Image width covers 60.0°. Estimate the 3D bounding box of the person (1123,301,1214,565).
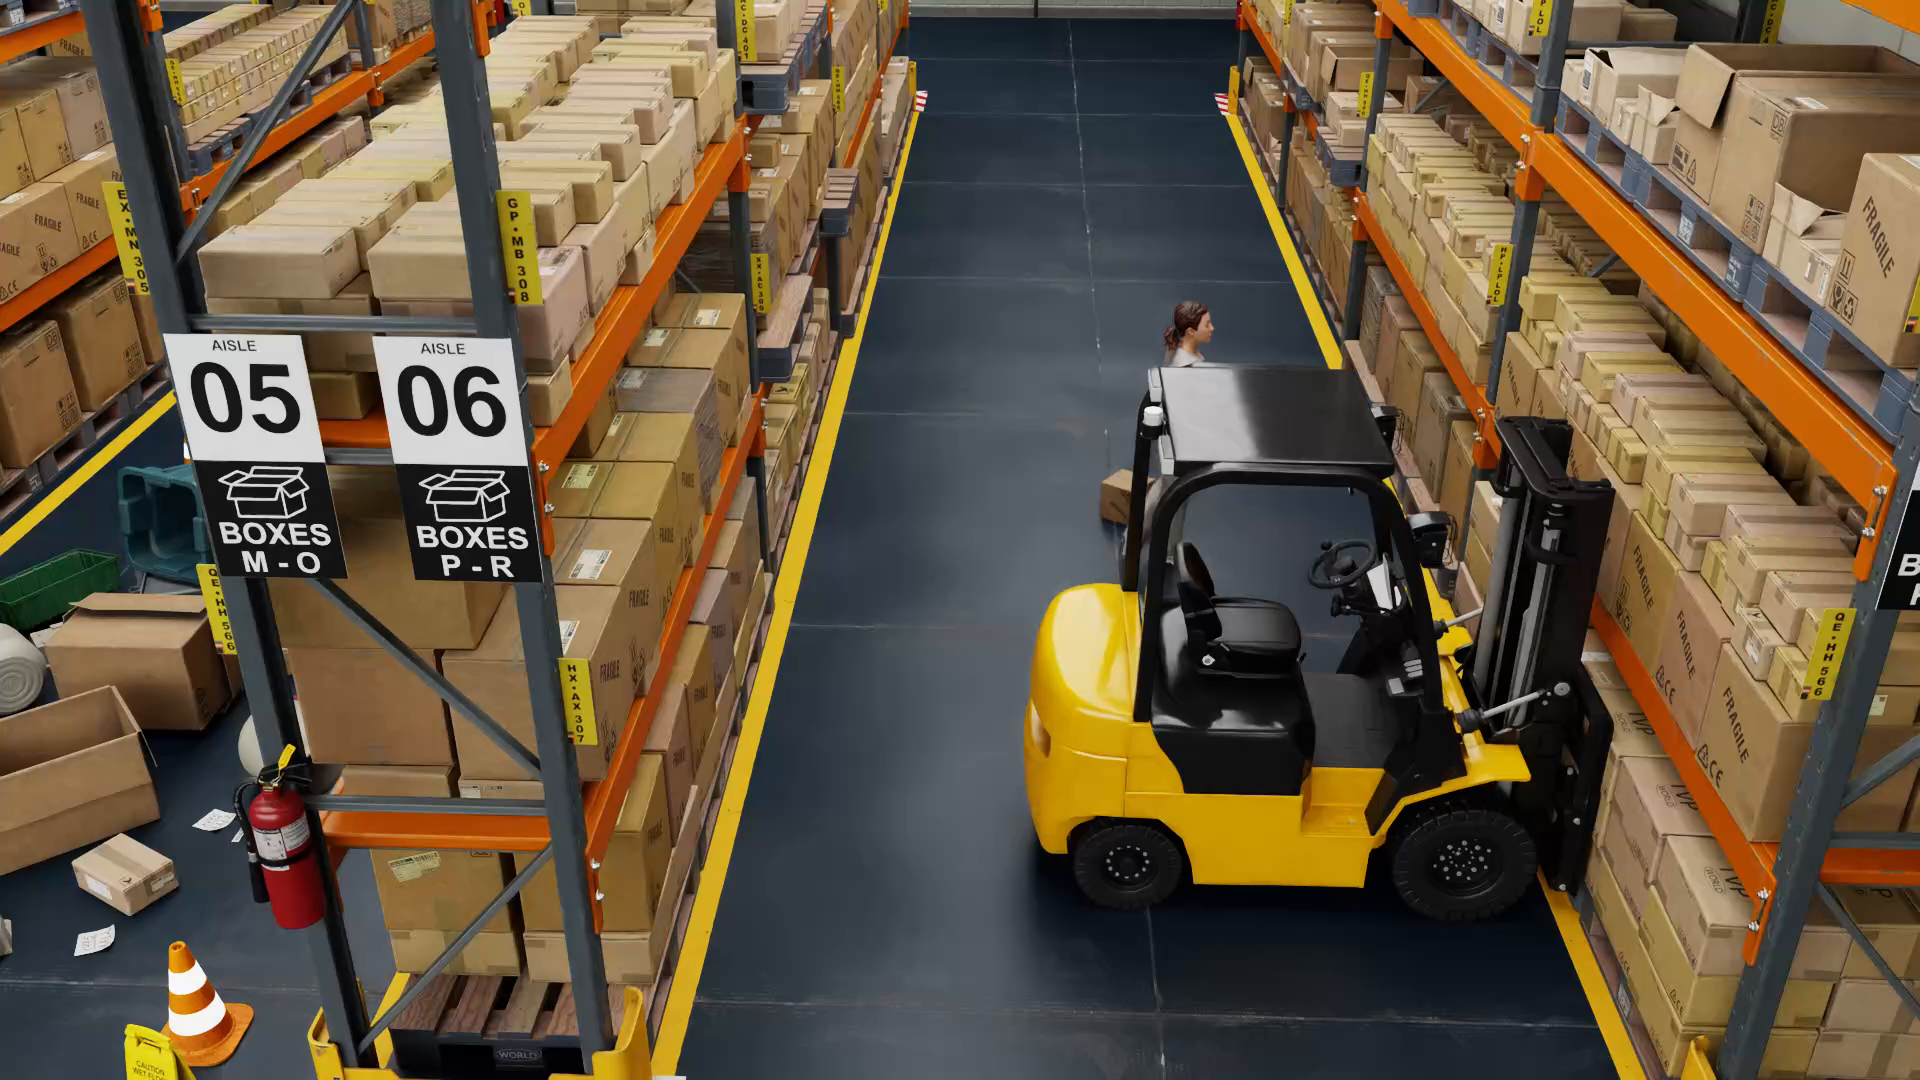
[{"bbox_3d":[1.227,-0.603,9.743,0.497,1.668,0.449,-3,28,-5],"label":"person"}]
